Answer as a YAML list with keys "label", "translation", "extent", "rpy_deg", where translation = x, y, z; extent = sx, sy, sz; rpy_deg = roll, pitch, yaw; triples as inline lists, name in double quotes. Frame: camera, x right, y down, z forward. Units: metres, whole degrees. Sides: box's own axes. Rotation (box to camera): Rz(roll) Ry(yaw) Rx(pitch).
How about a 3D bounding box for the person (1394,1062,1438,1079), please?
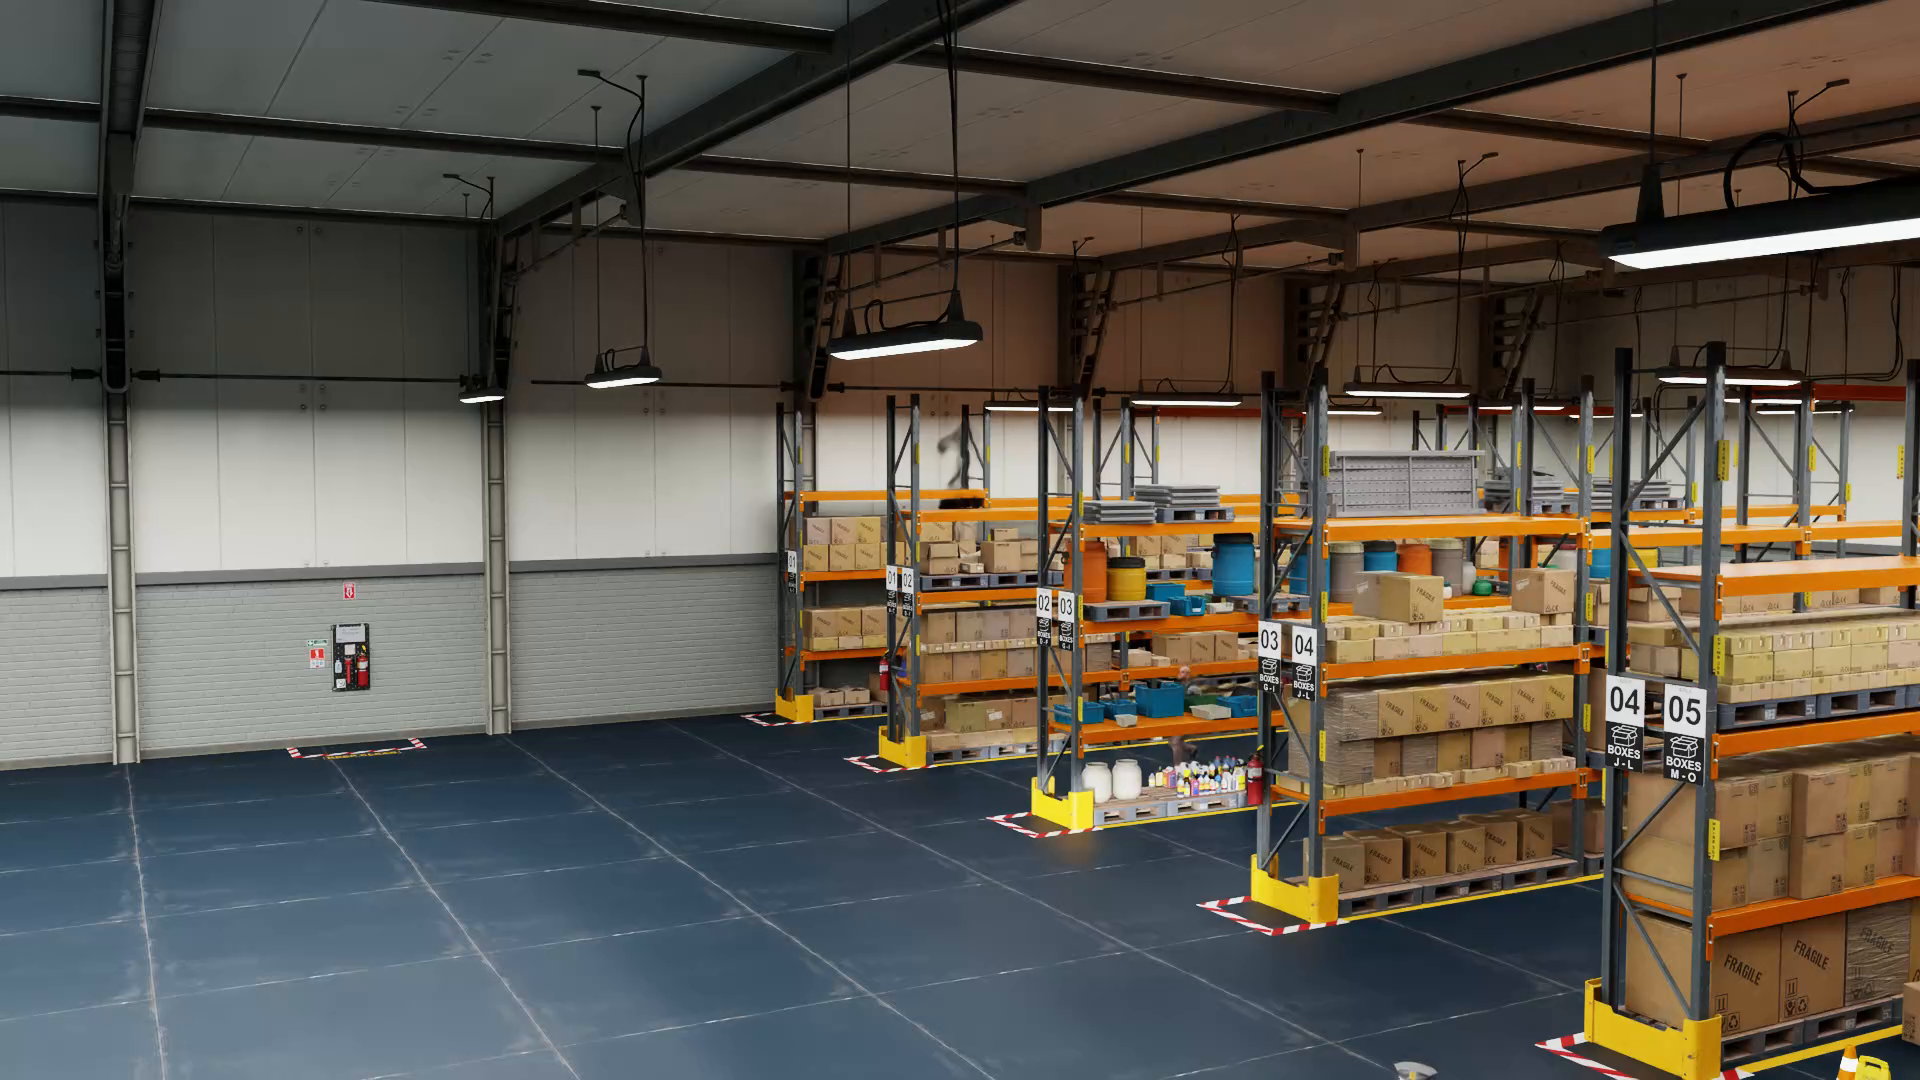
- label: "person"
  translation: [2.815, 3.831, 9.991]
  extent: [0.658, 1.625, 0.966]
  rpy_deg: [2, 4, 26]

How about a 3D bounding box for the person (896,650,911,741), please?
- label: "person"
  translation: [-0.891, 2.722, 29.065]
  extent: [0.809, 1.635, 0.615]
  rpy_deg: [-2, 4, -37]

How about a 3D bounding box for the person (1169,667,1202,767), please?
- label: "person"
  translation: [3.547, 2.839, 26.262]
  extent: [0.760, 1.684, 0.669]
  rpy_deg: [-2, 4, -35]
